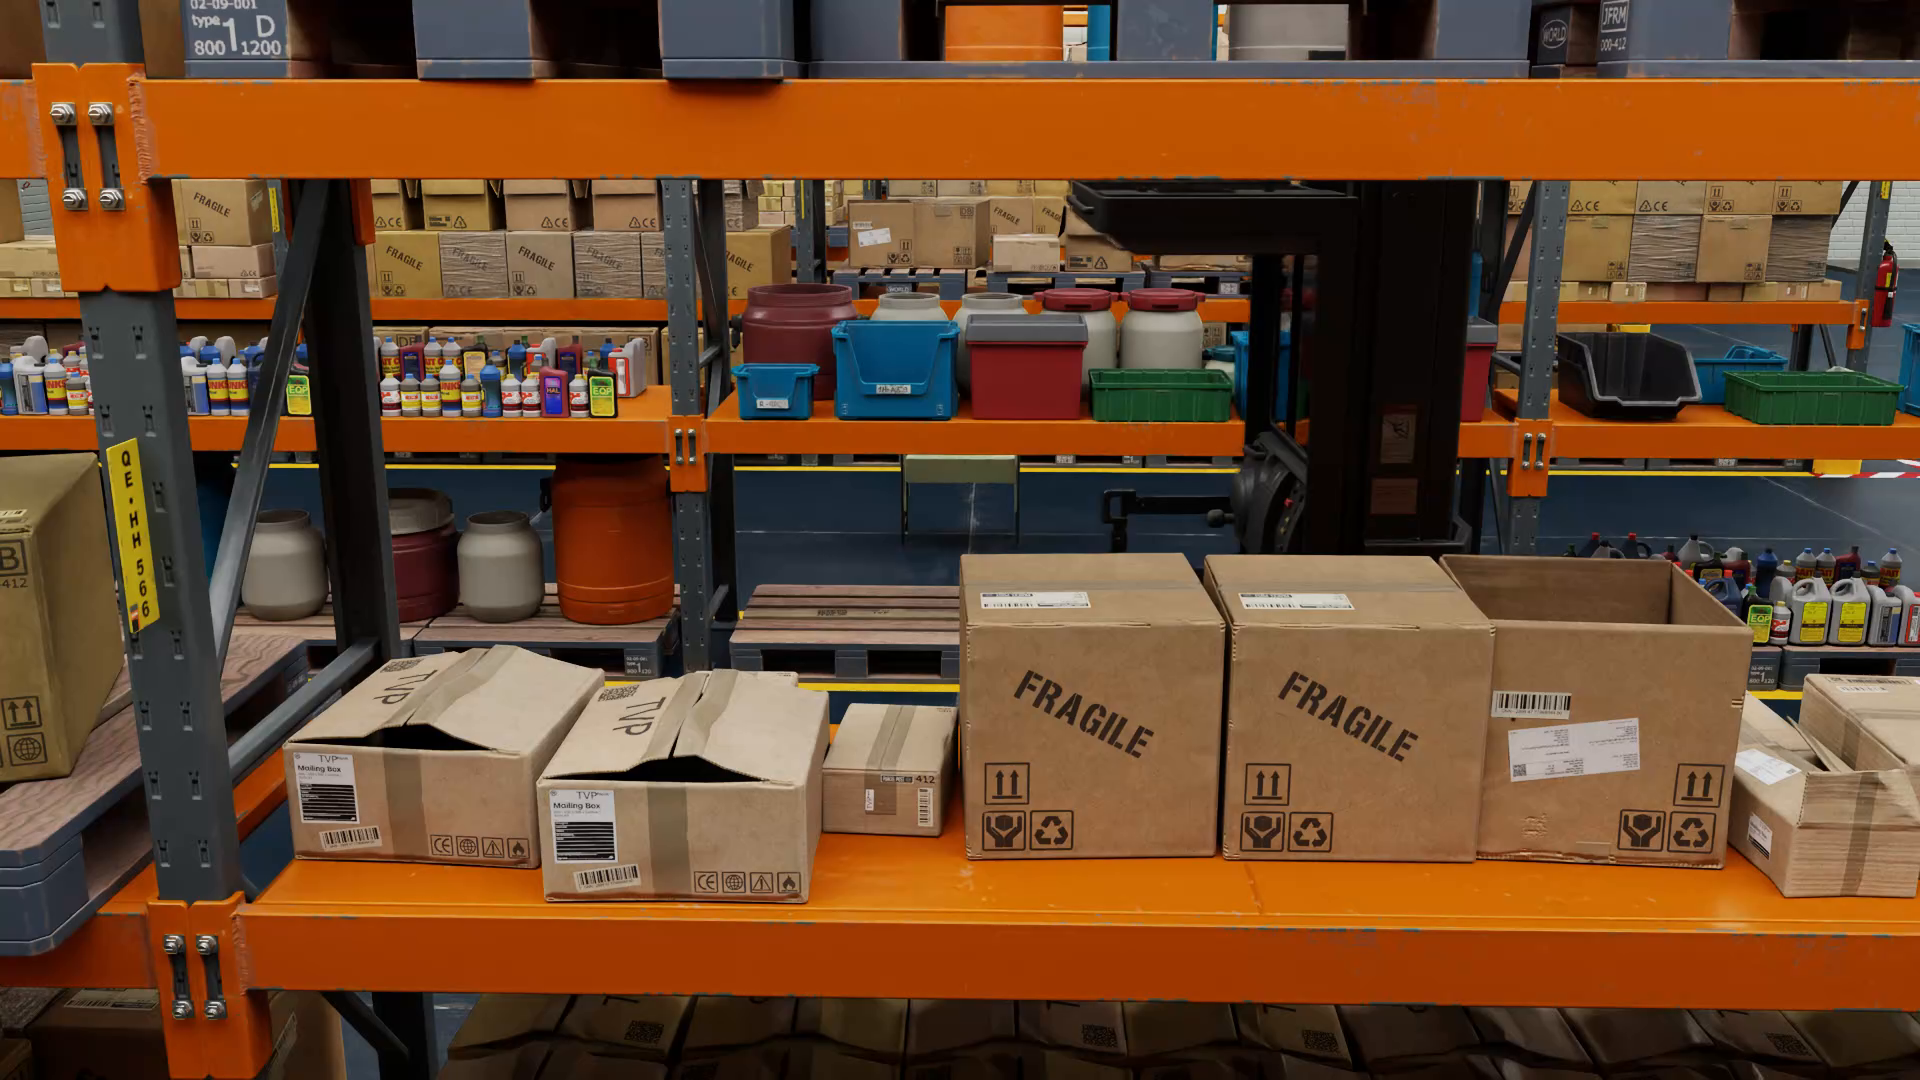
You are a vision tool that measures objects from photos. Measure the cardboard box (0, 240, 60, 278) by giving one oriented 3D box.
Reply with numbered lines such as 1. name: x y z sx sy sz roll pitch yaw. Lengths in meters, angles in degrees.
1. cardboard box: -7.146 -2.194 12.988 0.500 0.250 0.500 0 15 0

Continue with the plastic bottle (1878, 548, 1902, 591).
1. plastic bottle: 4.901 0.180 8.765 0.097 0.271 0.097 0 15 0

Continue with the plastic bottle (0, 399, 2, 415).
1. plastic bottle: -4.686 -0.710 8.039 0.097 0.201 0.097 0 15 0

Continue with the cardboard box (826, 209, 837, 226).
1. cardboard box: -1.443 -3.383 17.450 0.250 0.149 0.380 1 15 2

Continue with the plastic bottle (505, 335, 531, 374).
1. plastic bottle: -2.312 -0.932 8.722 0.133 0.283 0.061 0 15 1

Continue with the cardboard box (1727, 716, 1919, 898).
1. cardboard box: 1.693 0.508 3.299 0.258 0.266 0.396 0 15 0

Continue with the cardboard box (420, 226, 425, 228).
1. cardboard box: -4.195 -2.287 13.432 0.500 0.500 0.500 1 15 3

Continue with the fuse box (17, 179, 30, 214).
1. fuse box: -14.348 -4.673 25.197 0.414 1.711 0.539 0 15 1

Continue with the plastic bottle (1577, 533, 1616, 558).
1. plastic bottle: 3.358 0.137 8.770 0.185 0.351 0.144 0 15 0

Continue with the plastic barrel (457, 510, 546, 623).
1. plastic barrel: -2.348 0.132 8.512 0.421 0.512 0.421 0 15 0

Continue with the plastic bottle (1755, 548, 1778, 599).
1. plastic bottle: 4.256 0.175 8.781 0.097 0.271 0.097 0 15 0

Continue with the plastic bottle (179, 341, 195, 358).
1. plastic bottle: -4.004 -0.894 8.600 0.097 0.271 0.097 0 15 0

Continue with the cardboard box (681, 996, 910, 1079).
1. cardboard box: -0.373 1.173 3.981 0.500 0.311 0.500 0 15 1

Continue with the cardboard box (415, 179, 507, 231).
1. cardboard box: -3.840 -2.701 13.034 0.637 0.503 0.797 1 15 2

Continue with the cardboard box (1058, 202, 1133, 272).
1. cardboard box: 1.098 -2.365 12.900 0.637 0.503 0.797 2 15 7

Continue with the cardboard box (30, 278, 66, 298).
1. cardboard box: -7.016 -1.984 12.973 0.250 0.149 0.380 1 15 2

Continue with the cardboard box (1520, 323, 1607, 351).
1. cardboard box: 6.380 -2.526 17.877 0.875 0.875 0.875 0 15 2

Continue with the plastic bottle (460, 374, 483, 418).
1. plastic bottle: -2.345 -0.694 7.981 0.097 0.201 0.097 0 15 0

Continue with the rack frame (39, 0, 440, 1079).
1. rack frame: -1.422 0.376 3.534 0.053 2.616 0.949 0 15 1

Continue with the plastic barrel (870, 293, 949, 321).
1. plastic barrel: -0.258 -0.990 8.492 0.421 0.512 0.421 0 15 0

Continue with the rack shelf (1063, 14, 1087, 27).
1. rack shelf: 1.210 -8.290 26.817 4.000 0.370 1.077 0 15 1

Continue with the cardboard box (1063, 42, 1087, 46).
1. cardboard box: 1.483 -6.447 22.007 0.500 0.250 0.500 1 15 2

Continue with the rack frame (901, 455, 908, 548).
1. rack frame: -0.359 -0.728 10.658 0.023 1.500 0.400 0 15 1

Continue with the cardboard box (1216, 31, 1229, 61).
1. cardboard box: 1.891 -3.694 12.521 0.258 0.266 0.396 1 15 3

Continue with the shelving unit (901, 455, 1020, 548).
1. shelving unit: 0.007 -0.725 10.649 0.755 1.500 0.431 0 15 1

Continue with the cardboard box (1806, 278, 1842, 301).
1. cardboard box: 6.542 -1.926 12.754 0.250 0.149 0.380 0 15 1

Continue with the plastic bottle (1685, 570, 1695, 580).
1. plastic bottle: 3.503 0.318 8.087 0.185 0.351 0.144 1 15 3

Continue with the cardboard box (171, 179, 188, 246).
1. cardboard box: -6.131 -2.550 12.866 0.500 0.500 0.500 1 15 2

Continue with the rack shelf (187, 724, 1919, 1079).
1. rack shelf: 0.577 0.736 3.579 4.000 0.370 1.077 0 15 1

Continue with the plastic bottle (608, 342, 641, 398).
1. plastic bottle: -1.720 -0.874 8.517 0.135 0.276 0.152 0 15 1

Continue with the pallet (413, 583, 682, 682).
1. pallet: -2.081 0.466 8.660 1.213 0.211 1.003 0 15 1

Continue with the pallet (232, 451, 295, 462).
1. pallet: -5.922 -0.853 13.661 1.213 0.211 1.003 0 15 1

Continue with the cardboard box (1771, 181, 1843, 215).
1. cardboard box: 6.276 -2.715 12.511 0.500 0.500 0.500 0 15 1

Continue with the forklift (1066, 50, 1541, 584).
1. forklift: 0.870 -0.164 5.718 3.031 2.935 1.130 0 15 -1

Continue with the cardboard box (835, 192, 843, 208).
1. cardboard box: -1.416 -3.695 18.051 0.250 0.149 0.380 1 15 4

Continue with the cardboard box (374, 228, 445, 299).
1. cardboard box: -4.208 -2.155 12.934 0.500 0.500 0.500 0 15 2

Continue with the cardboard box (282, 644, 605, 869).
1. cardboard box: -1.060 0.432 3.497 0.500 0.311 0.500 1 15 5

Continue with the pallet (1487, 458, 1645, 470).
1. pallet: 4.728 -0.774 13.359 1.213 0.211 1.003 0 15 1

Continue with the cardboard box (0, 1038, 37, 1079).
1. cardboard box: -2.363 1.425 3.596 0.500 0.500 0.500 1 15 4

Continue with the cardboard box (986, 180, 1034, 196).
1. cardboard box: 0.529 -3.936 17.721 0.500 0.500 0.700 0 15 1

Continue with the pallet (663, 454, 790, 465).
1. pallet: -1.952 -0.827 13.560 1.213 0.211 1.003 0 15 1

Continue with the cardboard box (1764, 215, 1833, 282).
1. cardboard box: 6.283 -2.301 12.904 0.500 0.500 0.875 0 15 1

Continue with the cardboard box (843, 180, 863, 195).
1. cardboard box: -1.403 -4.786 22.413 0.500 0.250 0.500 0 15 1

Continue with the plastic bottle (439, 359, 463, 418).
1. plastic bottle: -2.442 -0.729 7.975 0.097 0.271 0.097 0 15 0

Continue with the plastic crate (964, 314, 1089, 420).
1. plastic crate: 0.316 -0.830 7.981 0.583 0.464 0.402 0 15 1

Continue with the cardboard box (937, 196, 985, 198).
1. cardboard box: 0.013 -3.389 17.609 0.500 0.500 0.500 0 15 1

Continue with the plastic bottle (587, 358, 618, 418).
1. plastic bottle: -1.707 -0.725 7.937 0.133 0.283 0.061 0 15 1

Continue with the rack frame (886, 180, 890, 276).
1. rack frame: -0.912 -4.678 22.691 0.127 3.000 1.000 0 15 1

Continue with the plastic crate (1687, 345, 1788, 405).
1. plastic crate: 3.820 -0.852 8.480 0.616 0.251 0.499 0 15 1

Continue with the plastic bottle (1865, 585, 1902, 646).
1. plastic bottle: 4.468 0.359 8.076 0.135 0.276 0.152 0 15 0

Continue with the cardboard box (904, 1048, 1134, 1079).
1. cardboard box: 0.129 1.314 3.446 0.500 0.311 0.500 0 15 0

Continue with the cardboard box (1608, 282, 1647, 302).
1. cardboard box: 5.040 -1.909 12.690 0.250 0.149 0.380 0 15 1

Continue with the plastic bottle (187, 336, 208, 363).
1. plastic bottle: -4.019 -0.928 8.721 0.135 0.276 0.152 0 15 1

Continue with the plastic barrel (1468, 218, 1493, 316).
1. plastic barrel: 2.328 -1.184 8.464 0.708 0.901 0.600 0 15 1

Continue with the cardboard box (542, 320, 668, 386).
1. cardboard box: -2.746 -1.344 13.396 0.875 0.875 1.225 0 15 2

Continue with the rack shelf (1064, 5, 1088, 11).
1. rack shelf: 1.087 -7.025 22.019 4.000 0.370 1.077 0 15 1

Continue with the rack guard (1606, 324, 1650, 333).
1. rack guard: 7.084 -2.154 18.025 0.348 0.500 1.175 0 15 1

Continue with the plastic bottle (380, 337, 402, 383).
1. plastic bottle: -2.986 -0.926 8.722 0.097 0.271 0.097 0 15 0
